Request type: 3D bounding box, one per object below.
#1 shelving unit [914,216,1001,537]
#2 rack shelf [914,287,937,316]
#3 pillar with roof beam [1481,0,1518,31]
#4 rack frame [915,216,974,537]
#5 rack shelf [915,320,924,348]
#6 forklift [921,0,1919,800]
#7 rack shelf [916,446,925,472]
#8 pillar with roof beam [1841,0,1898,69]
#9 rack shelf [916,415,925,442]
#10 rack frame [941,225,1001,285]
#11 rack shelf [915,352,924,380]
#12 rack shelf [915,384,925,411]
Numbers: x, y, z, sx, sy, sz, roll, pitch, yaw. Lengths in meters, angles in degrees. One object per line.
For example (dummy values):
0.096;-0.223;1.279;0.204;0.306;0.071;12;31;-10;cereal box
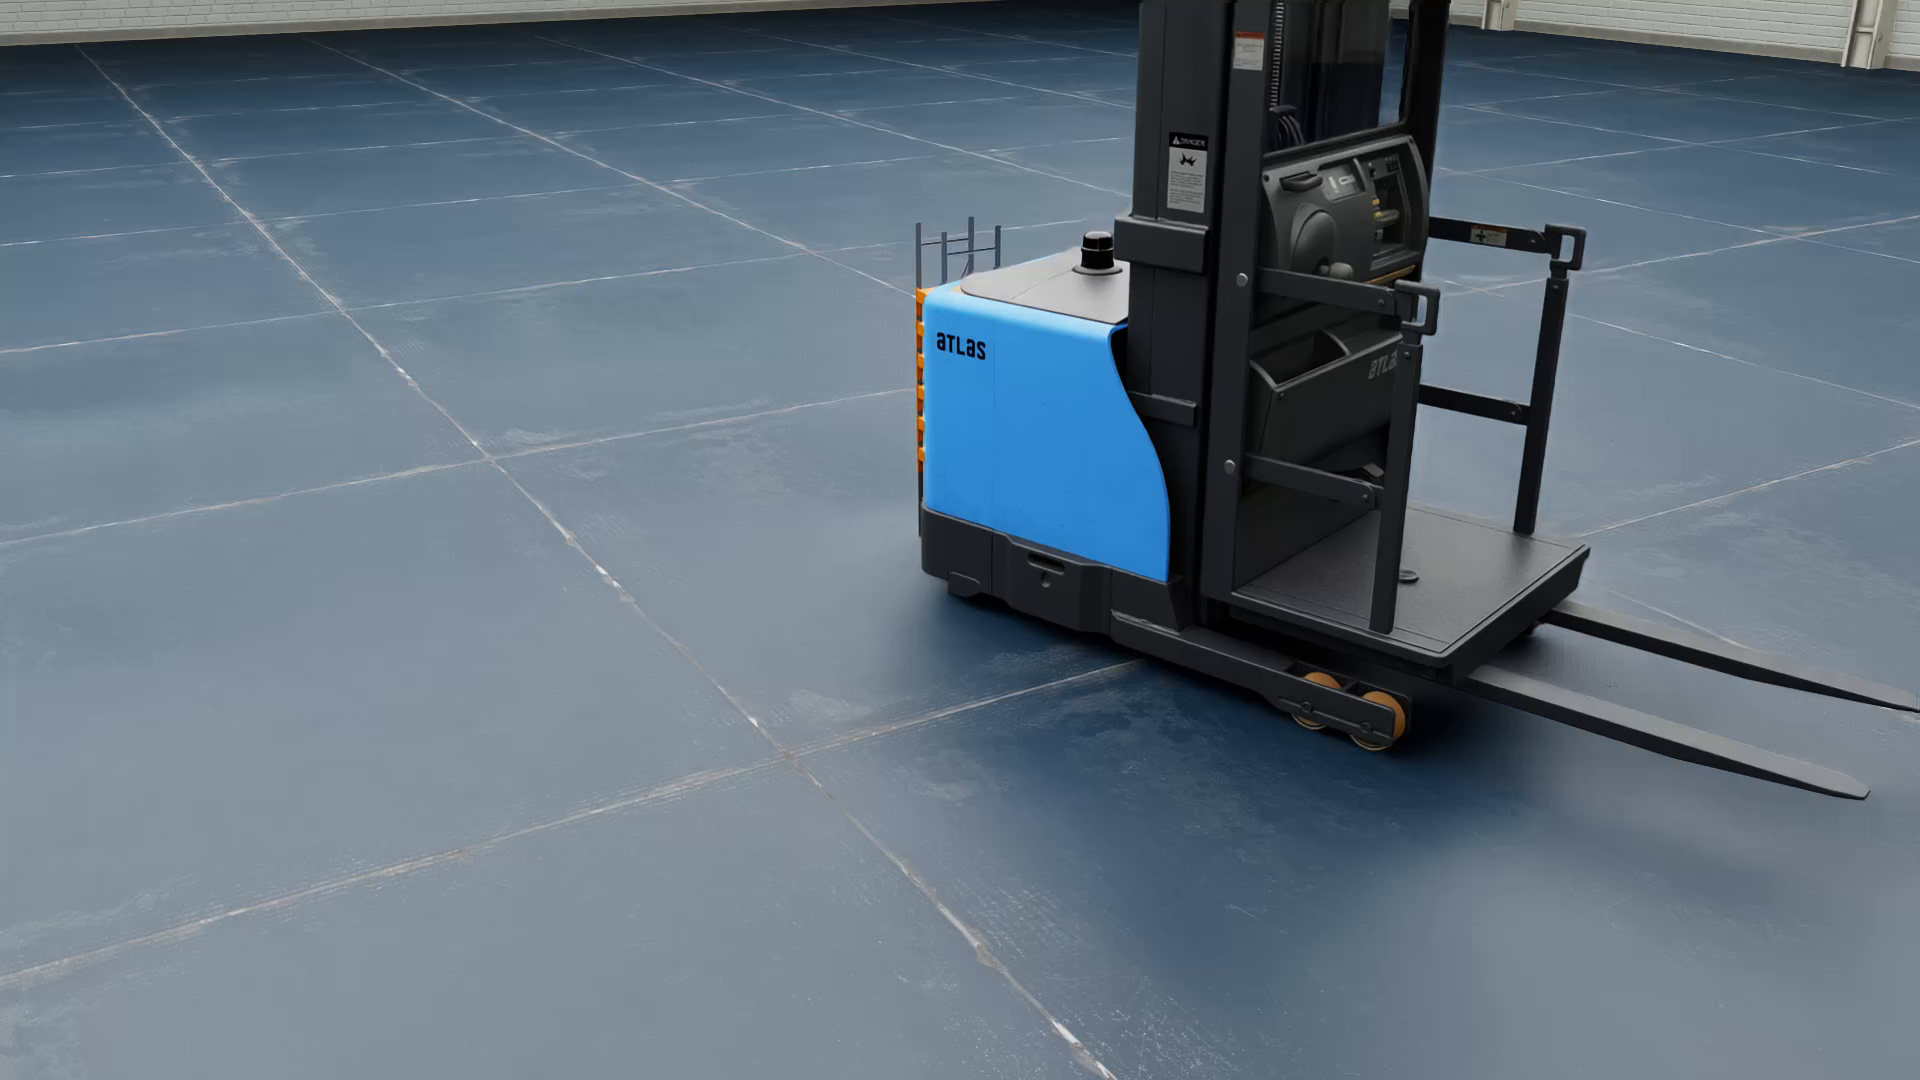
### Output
-0.007;-0.561;6.097;0.258;1.200;0.189;-13;25;-28;shelving unit
-0.007;-0.853;5.978;0.258;0.103;0.180;-13;25;-28;rack shelf
4.642;-11.262;22.069;9.100;9.000;0.400;-13;25;-28;pillar with roof beam
-0.054;-0.590;6.170;0.240;1.200;0.006;-13;25;-28;rack frame
-0.007;-0.742;6.023;0.258;0.103;0.180;-13;25;-28;rack shelf
1.313;-0.973;4.812;3.031;2.935;1.130;18;28;37;forklift
-0.007;-0.297;6.204;0.258;0.103;0.180;-13;25;-28;rack shelf
7.706;-9.320;17.291;9.100;9.000;0.400;-13;25;-28;pillar with roof beam
-0.007;-0.408;6.159;0.258;0.103;0.180;-13;25;-28;rack shelf
0.039;-0.531;6.024;0.240;1.200;0.006;-13;25;-28;rack frame
-0.007;-0.631;6.069;0.258;0.103;0.180;-13;25;-28;rack shelf
-0.007;-0.519;6.114;0.258;0.103;0.180;-13;25;-28;rack shelf
